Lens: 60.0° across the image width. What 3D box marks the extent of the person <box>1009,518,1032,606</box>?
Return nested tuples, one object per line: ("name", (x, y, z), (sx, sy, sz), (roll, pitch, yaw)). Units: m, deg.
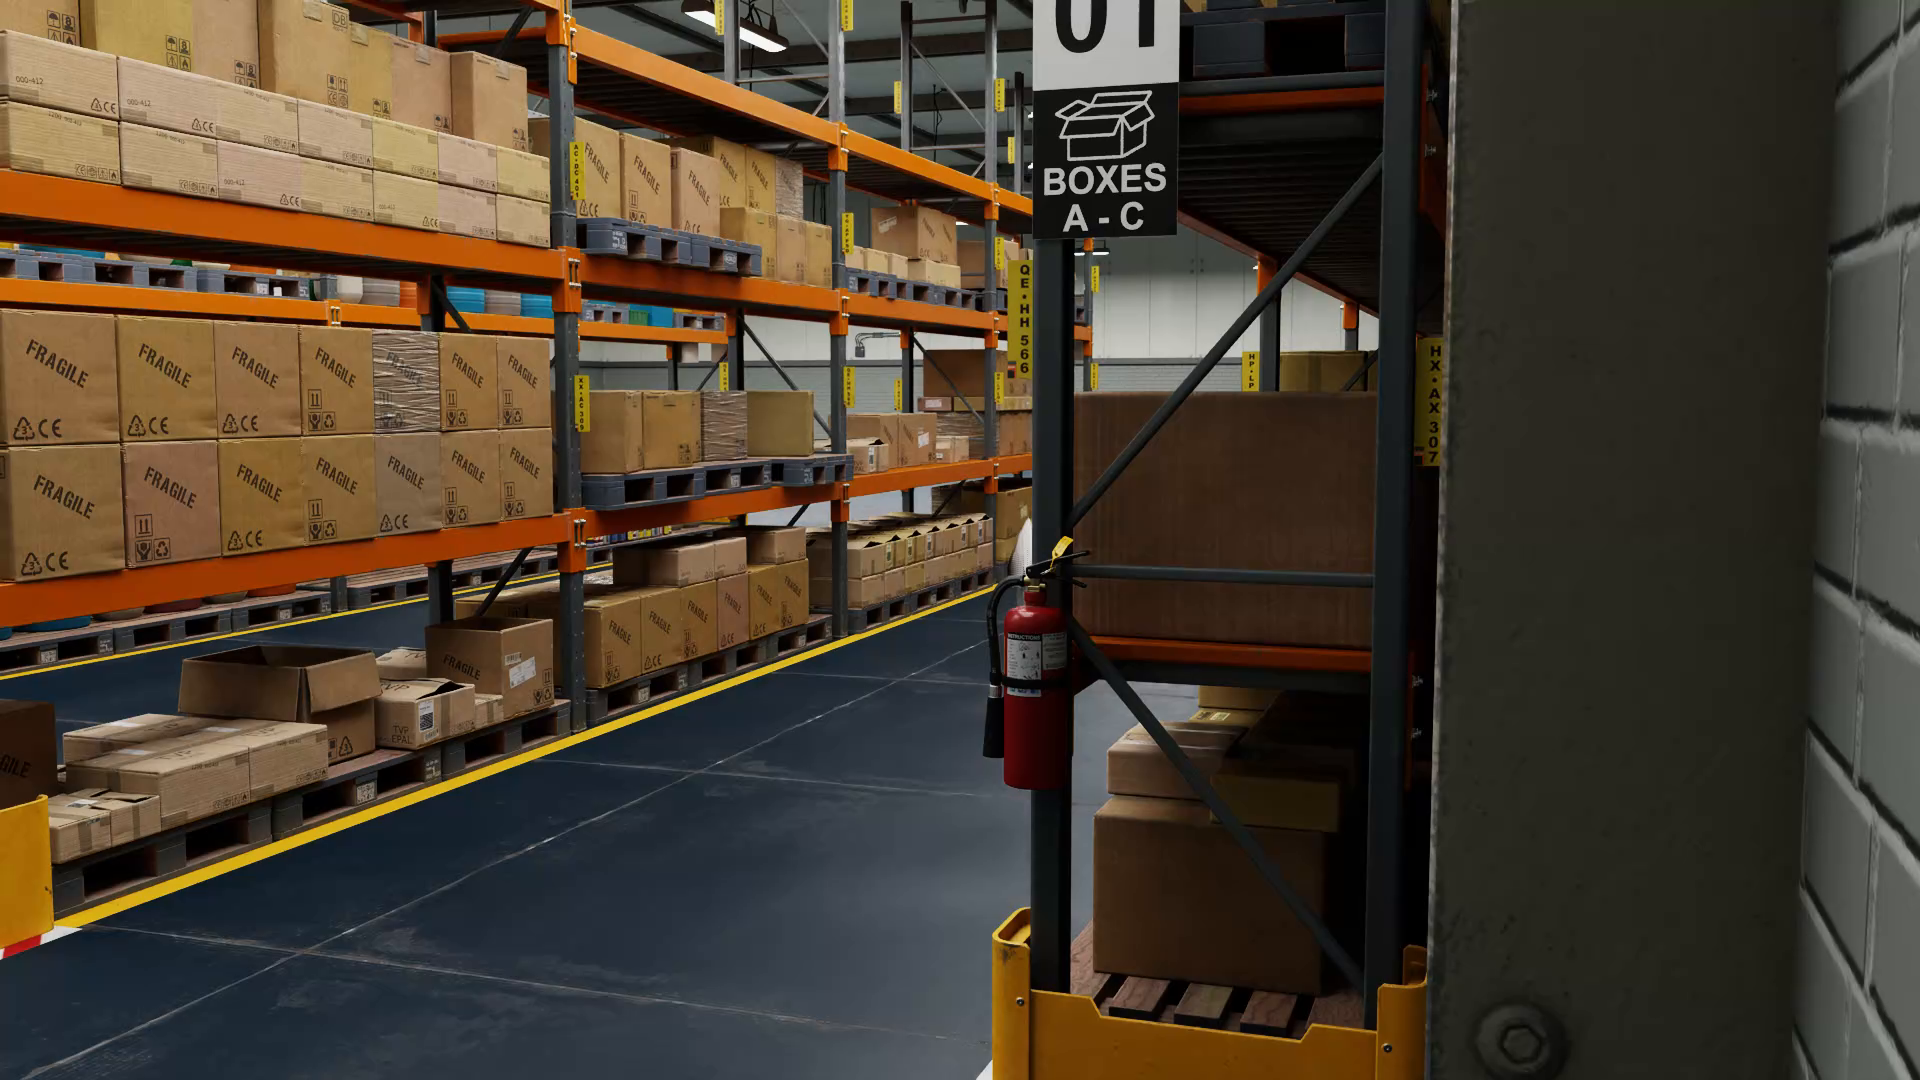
("person", (0.726, 0.297, 13.672), (0.595, 0.987, 0.943), (1, 5, 16))
